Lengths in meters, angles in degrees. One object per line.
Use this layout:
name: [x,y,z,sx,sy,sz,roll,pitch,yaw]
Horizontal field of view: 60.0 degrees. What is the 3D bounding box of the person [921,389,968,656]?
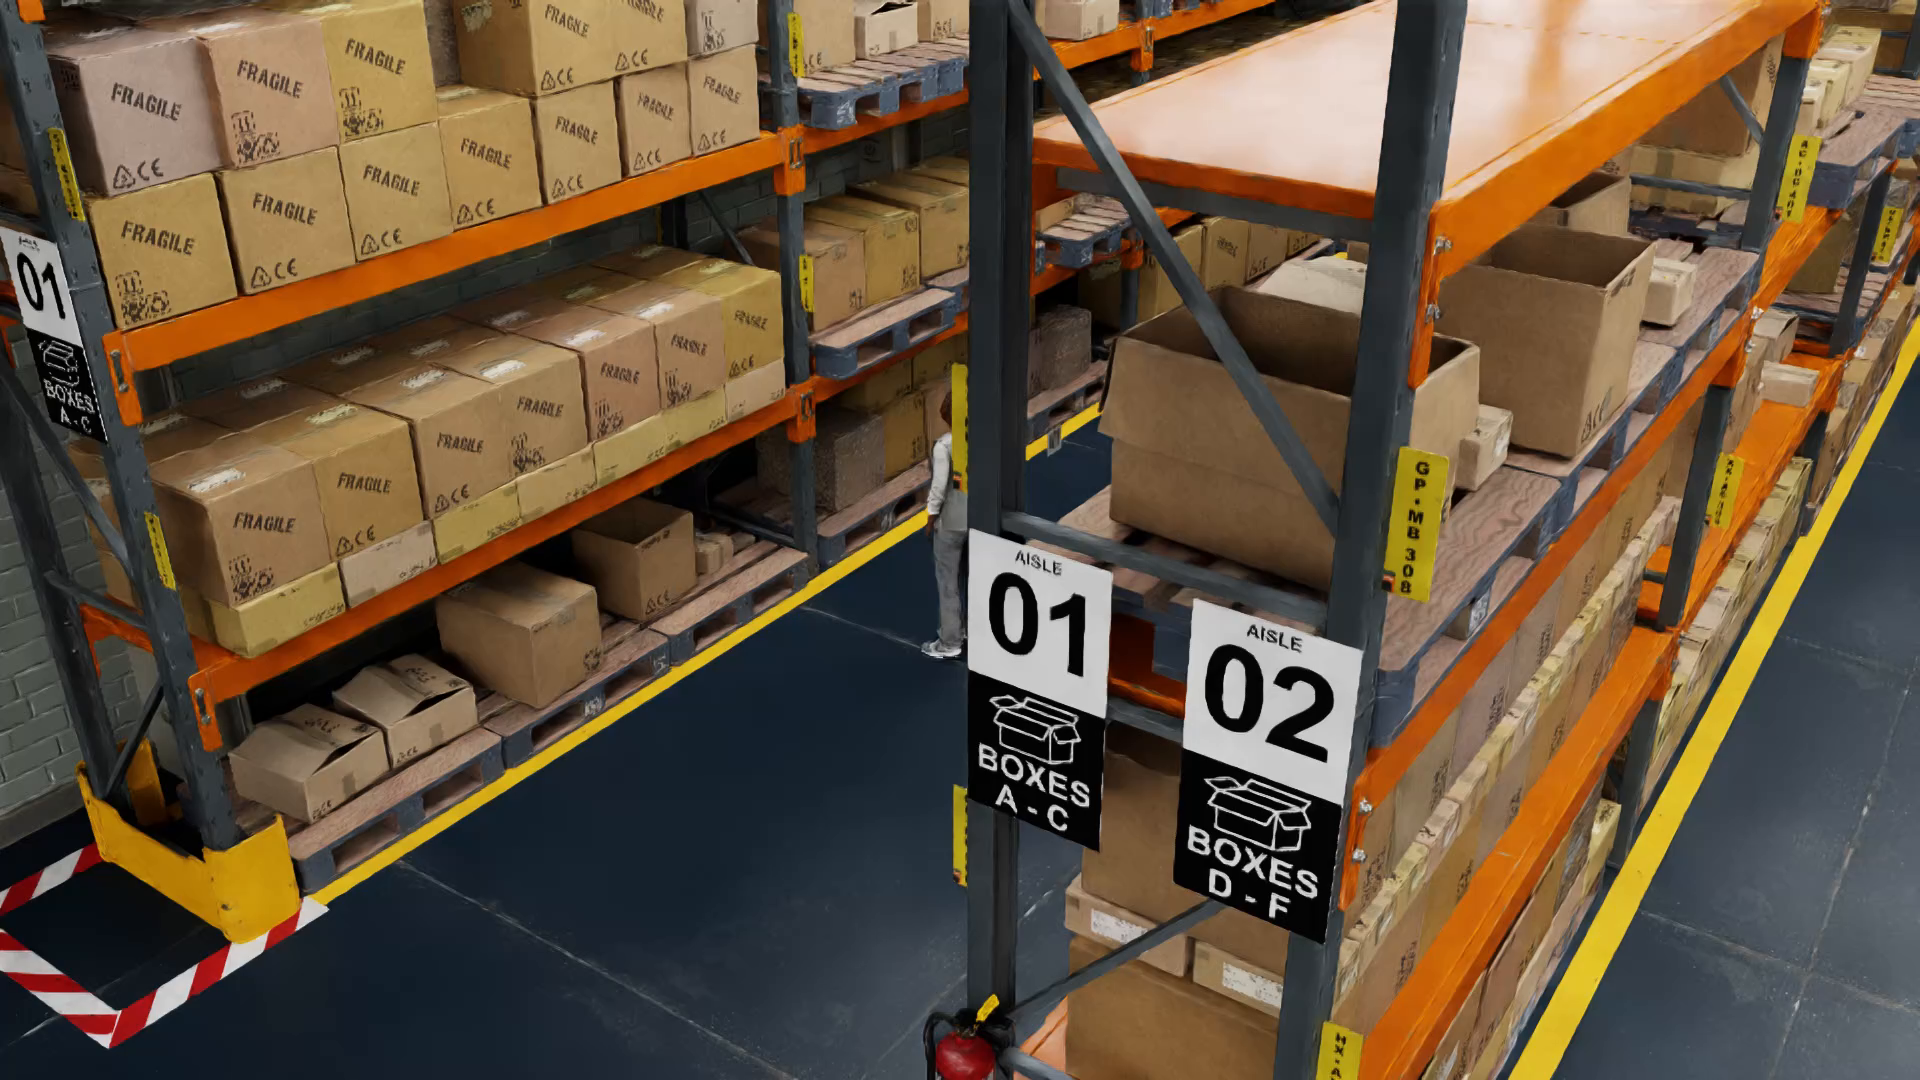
person: [-0.012,-0.094,9.293,0.460,1.632,0.362,-22,35,-36]
